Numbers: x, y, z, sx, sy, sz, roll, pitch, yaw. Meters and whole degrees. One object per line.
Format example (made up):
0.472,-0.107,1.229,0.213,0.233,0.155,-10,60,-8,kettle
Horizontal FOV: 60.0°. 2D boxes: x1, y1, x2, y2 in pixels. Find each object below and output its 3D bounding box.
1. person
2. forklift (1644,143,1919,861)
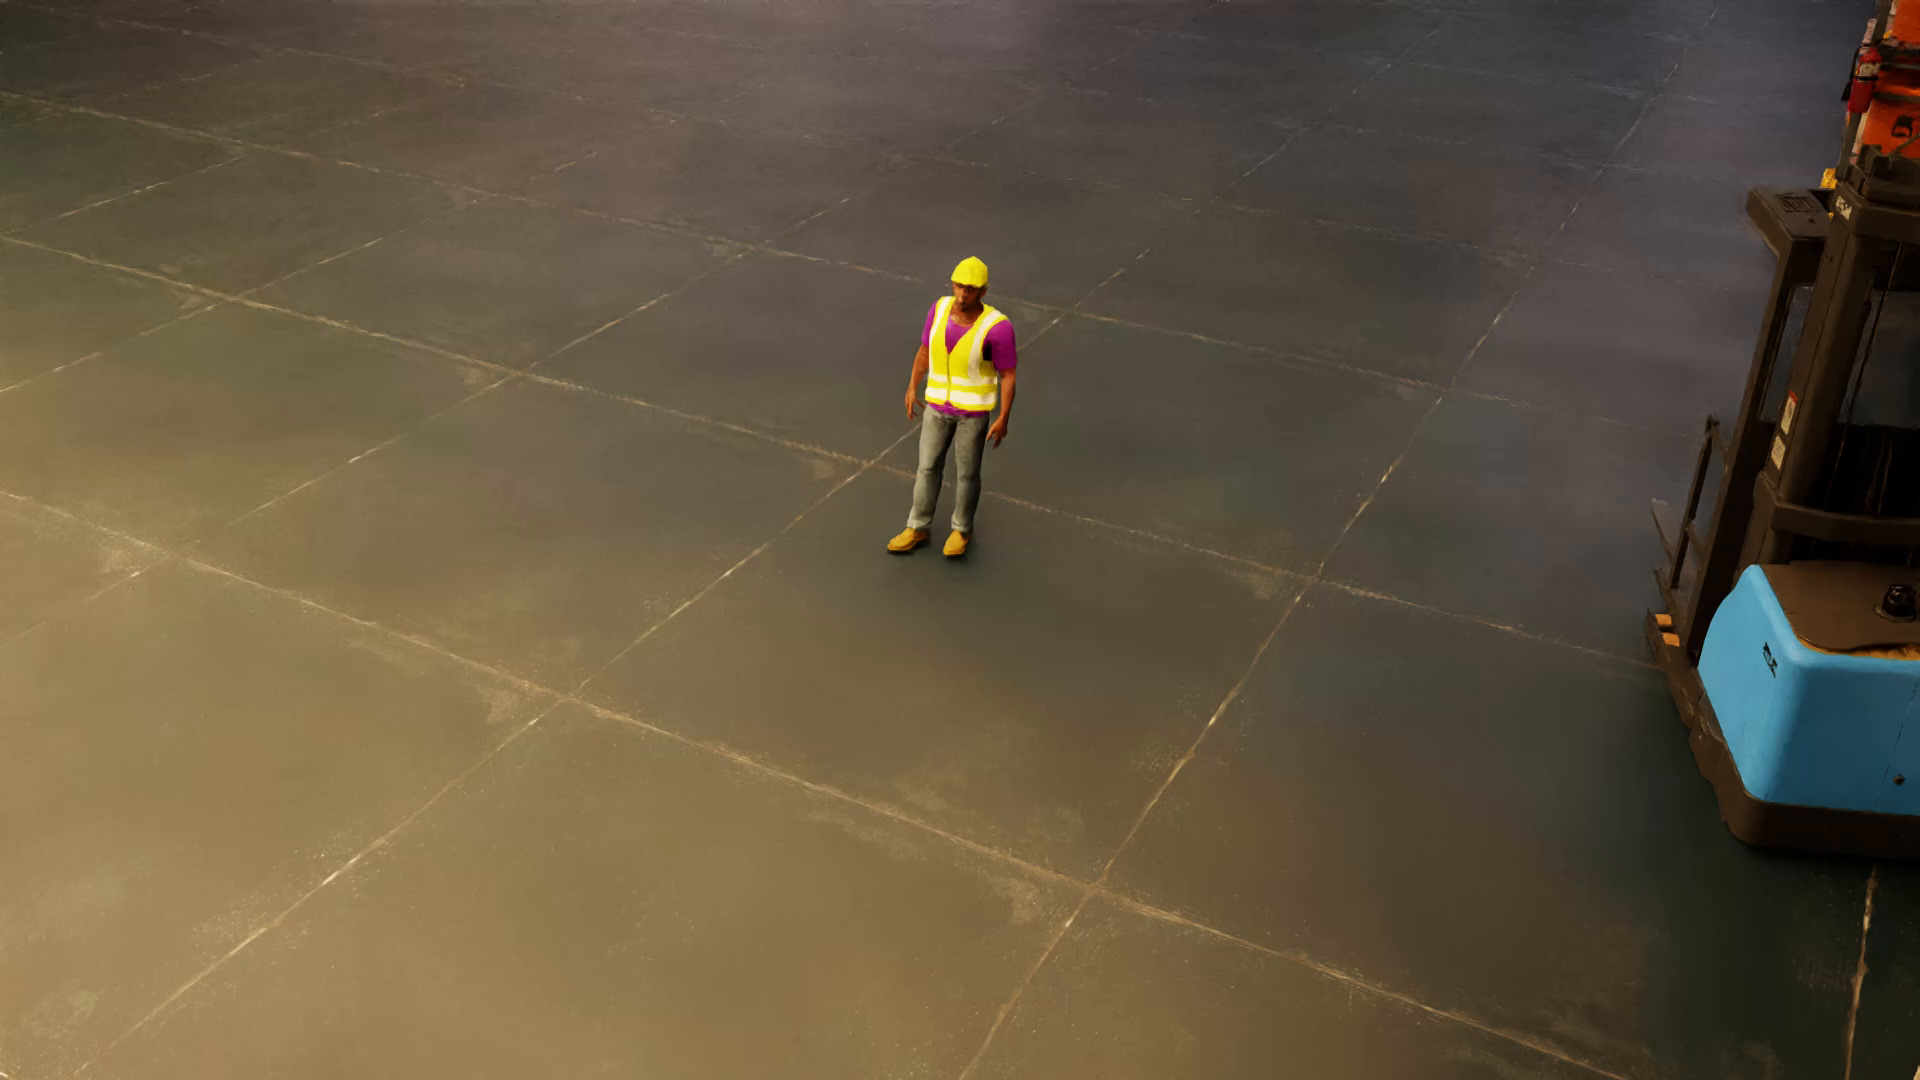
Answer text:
-0.039,-0.742,9.507,0.665,1.766,0.576,15,33,25,person
4.244,-0.547,8.018,1.130,2.935,3.031,4,30,8,forklift
